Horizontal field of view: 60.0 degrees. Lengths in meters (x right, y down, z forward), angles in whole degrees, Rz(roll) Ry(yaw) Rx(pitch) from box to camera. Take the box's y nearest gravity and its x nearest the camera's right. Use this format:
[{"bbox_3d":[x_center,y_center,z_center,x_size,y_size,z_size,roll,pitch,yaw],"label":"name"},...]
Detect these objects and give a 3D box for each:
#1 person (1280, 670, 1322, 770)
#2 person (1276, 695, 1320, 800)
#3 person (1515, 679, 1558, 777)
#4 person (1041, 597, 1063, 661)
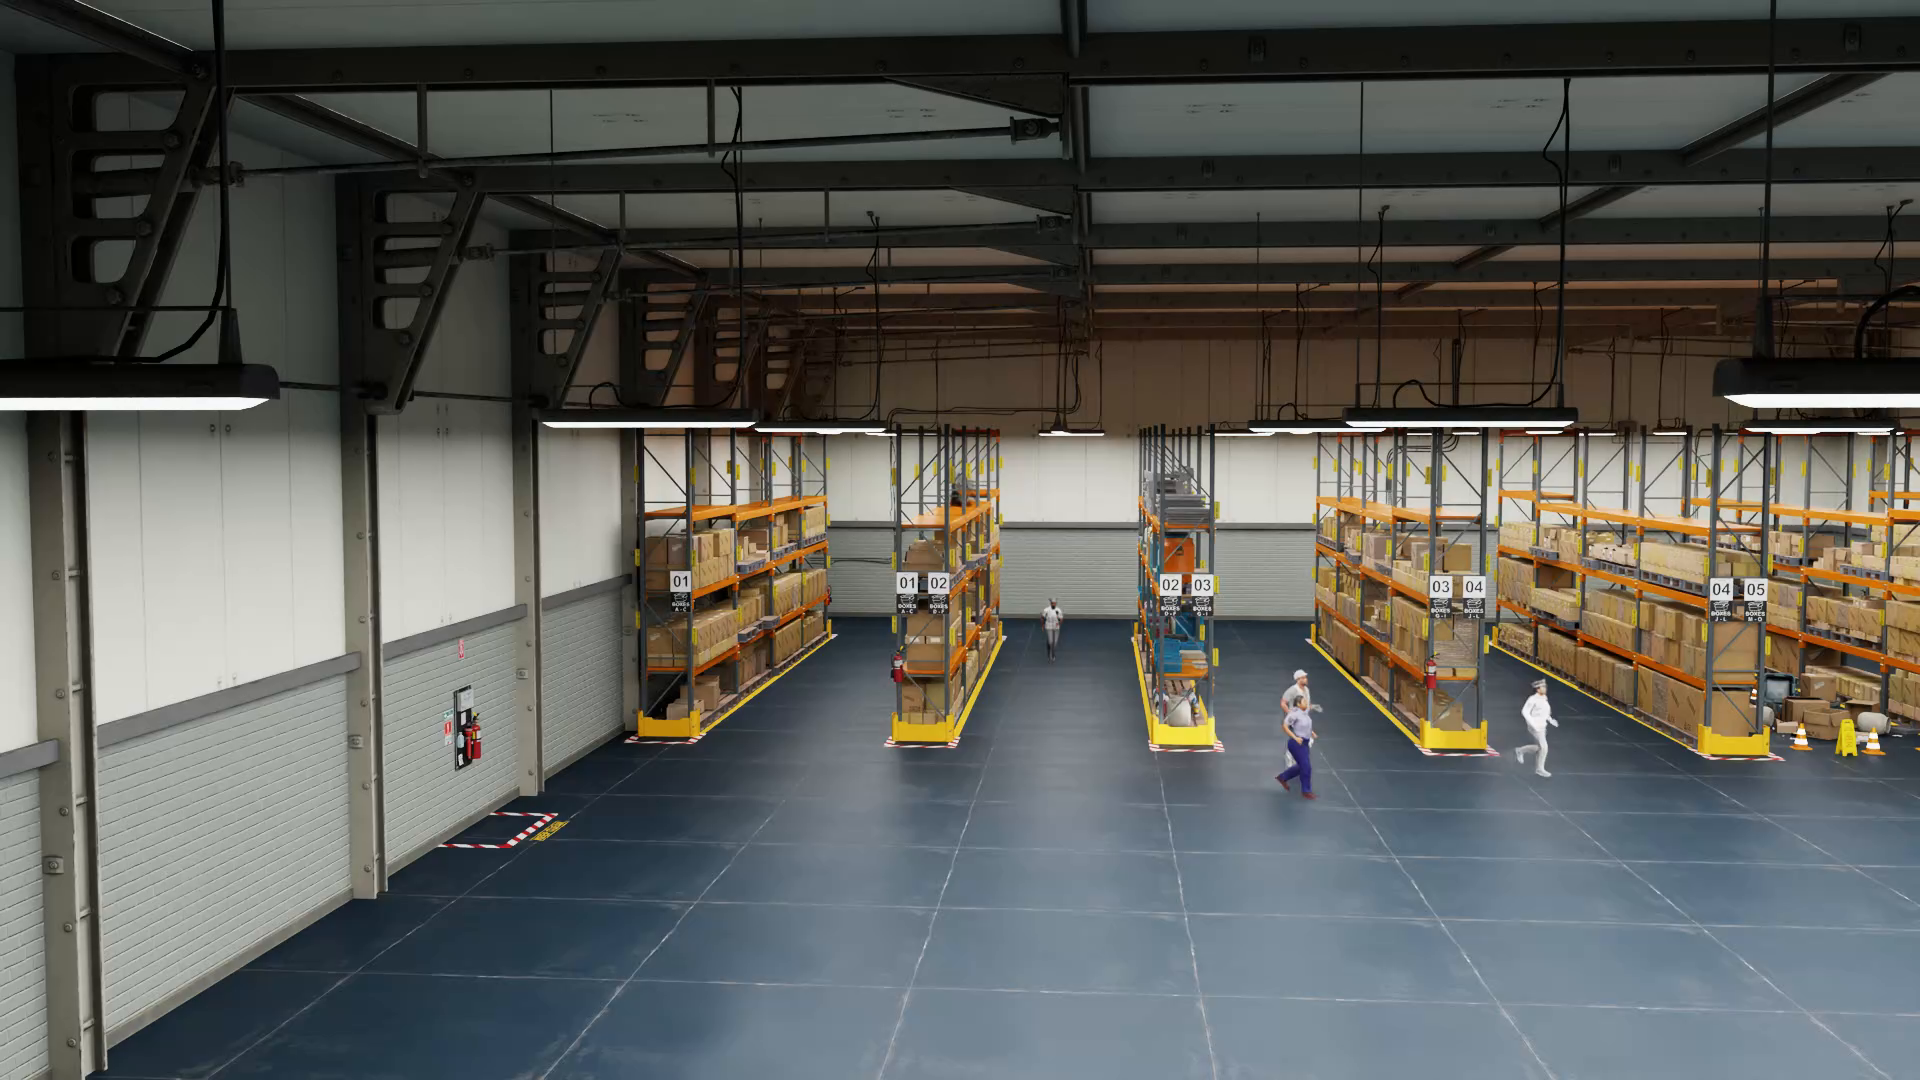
[{"bbox_3d":[5.890,3.101,28.531,0.601,1.748,0.614,2,4,35],"label":"person"},{"bbox_3d":[5.392,3.294,26.571,0.775,1.652,0.611,2,4,31],"label":"person"},{"bbox_3d":[9.795,3.178,28.410,0.602,1.657,0.685,-3,5,-43],"label":"person"},{"bbox_3d":[2.372,2.284,42.665,0.543,1.650,0.723,0,3,-6],"label":"person"}]
